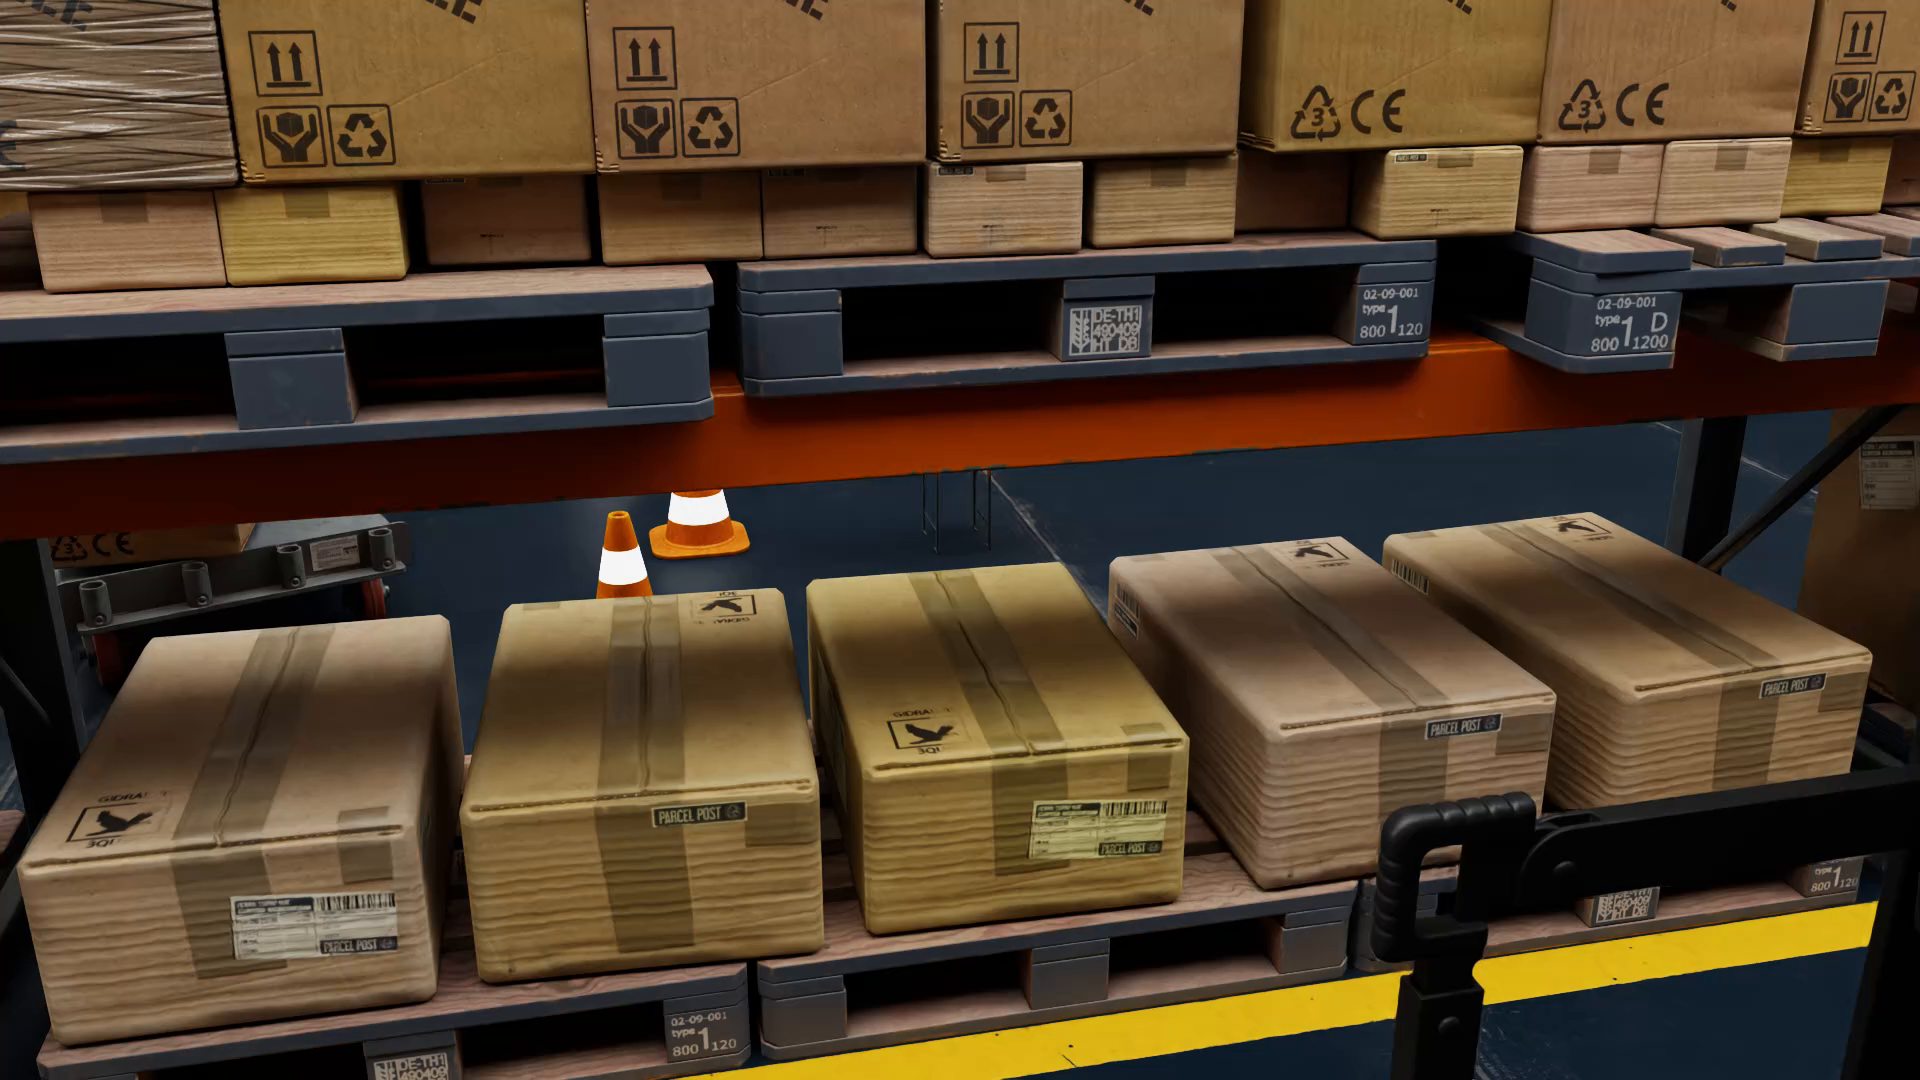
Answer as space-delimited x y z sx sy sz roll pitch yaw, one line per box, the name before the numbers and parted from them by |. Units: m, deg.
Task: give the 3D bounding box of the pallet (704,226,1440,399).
pallet | 0.129 -0.536 3.194 1.213 0.211 1.003 -5 21 -12

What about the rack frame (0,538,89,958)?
rack frame | -1.847 -0.479 2.762 0.127 3.000 1.000 -5 21 -12

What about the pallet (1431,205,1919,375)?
pallet | 1.377 -0.614 3.408 1.003 0.211 1.213 -5 21 -12

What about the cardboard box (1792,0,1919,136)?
cardboard box | 1.668 -1.051 3.134 0.500 0.500 0.500 -5 21 -14

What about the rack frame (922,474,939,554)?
rack frame | -0.103 -0.555 5.585 0.006 1.200 0.240 -5 21 -12

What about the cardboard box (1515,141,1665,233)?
cardboard box | 1.055 -0.673 3.045 0.250 0.149 0.380 -6 21 -15

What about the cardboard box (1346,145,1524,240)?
cardboard box | 0.791 -0.646 2.973 0.250 0.149 0.380 -4 21 -12

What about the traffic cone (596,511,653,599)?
traffic cone | -0.962 0.145 4.746 0.334 0.463 0.336 -5 21 -12

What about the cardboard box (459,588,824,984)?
cardboard box | -0.638 0.457 3.416 0.625 0.372 0.950 -3 20 -9

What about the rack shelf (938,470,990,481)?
rack shelf | -0.014 -0.295 5.703 0.180 0.103 0.258 -5 21 -12

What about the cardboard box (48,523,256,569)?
cardboard box | -2.285 -0.255 4.682 0.500 0.500 0.500 -5 21 -12

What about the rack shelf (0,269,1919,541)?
rack shelf | 0.100 -0.300 3.318 4.000 0.370 1.077 -5 21 -12

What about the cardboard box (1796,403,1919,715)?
cardboard box | 2.737 -0.022 3.993 0.875 0.875 0.875 -5 21 -13

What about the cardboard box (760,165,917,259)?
cardboard box | -0.232 -0.587 2.810 0.250 0.149 0.380 -4 21 -12

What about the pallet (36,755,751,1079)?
pallet | -1.089 0.768 3.412 1.213 0.211 1.003 -5 21 -12

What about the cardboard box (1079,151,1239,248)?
cardboard box | 0.292 -0.621 2.905 0.250 0.149 0.380 -5 21 -14

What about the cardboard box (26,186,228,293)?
cardboard box | -1.236 -0.497 2.564 0.250 0.149 0.380 -4 21 -12

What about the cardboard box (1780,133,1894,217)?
cardboard box | 1.537 -0.725 3.188 0.250 0.149 0.380 -4 21 -12

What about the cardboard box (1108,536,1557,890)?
cardboard box | 0.778 0.343 3.727 0.625 0.372 0.950 -5 21 -14

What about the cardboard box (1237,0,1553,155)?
cardboard box | 0.676 -0.966 2.902 0.500 0.500 0.500 -6 21 -16

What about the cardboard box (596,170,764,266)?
cardboard box | -0.473 -0.568 2.758 0.250 0.149 0.380 -4 21 -12

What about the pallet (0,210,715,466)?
pallet | -1.069 -0.401 2.828 1.213 0.211 1.003 -5 21 -12

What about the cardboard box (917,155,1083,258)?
cardboard box | 0.039 -0.590 2.820 0.250 0.149 0.380 -4 20 -10

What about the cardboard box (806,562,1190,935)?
cardboard box | 0.038 0.401 3.568 0.625 0.372 0.950 -4 20 -11

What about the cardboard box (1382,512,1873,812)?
cardboard box | 1.494 0.282 3.893 0.625 0.372 0.950 -6 21 -16

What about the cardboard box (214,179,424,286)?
cardboard box | -0.991 -0.513 2.610 0.250 0.149 0.380 -4 21 -11

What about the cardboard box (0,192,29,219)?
cardboard box | -3.712 -1.301 7.485 0.875 0.875 0.875 -4 21 -12

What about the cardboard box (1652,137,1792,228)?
cardboard box | 1.302 -0.690 3.092 0.250 0.149 0.380 -5 21 -13

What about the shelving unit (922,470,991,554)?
shelving unit | -0.014 -0.562 5.605 0.189 1.200 0.258 -5 21 -12

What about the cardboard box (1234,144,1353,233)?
cardboard box | 0.517 -0.669 3.034 0.250 0.149 0.380 -4 21 -12

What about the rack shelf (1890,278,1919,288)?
rack shelf | 3.992 -0.616 4.182 4.000 0.370 1.077 -5 21 -12

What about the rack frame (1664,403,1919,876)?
rack frame | 2.046 -0.796 3.627 0.127 3.000 1.000 -5 21 -12

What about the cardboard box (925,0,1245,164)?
cardboard box | 0.145 -0.923 2.785 0.500 0.500 0.500 -6 21 -15

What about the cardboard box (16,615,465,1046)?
cardboard box | -1.337 0.515 3.258 0.625 0.372 0.950 -4 21 -12

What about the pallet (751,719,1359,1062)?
pallet | 0.100 0.670 3.678 1.213 0.211 1.003 -5 21 -12

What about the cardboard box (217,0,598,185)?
cardboard box | -0.837 -0.844 2.570 0.500 0.500 0.500 -5 21 -12

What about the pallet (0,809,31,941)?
pallet | -2.492 0.895 3.065 1.213 0.211 1.003 -5 21 -12

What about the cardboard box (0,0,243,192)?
cardboard box | -1.324 -0.804 2.461 0.500 0.500 0.500 -4 21 -11

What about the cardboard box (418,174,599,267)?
cardboard box | -0.733 -0.561 2.741 0.250 0.149 0.380 -3 20 -9

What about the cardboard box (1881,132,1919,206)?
cardboard box | 1.781 -0.770 3.312 0.250 0.149 0.380 -4 20 -10

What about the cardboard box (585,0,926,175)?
cardboard box | -0.353 -0.879 2.664 0.500 0.500 0.500 -5 21 -13

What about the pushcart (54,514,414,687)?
pushcart | -2.420 -0.007 5.286 0.936 0.377 1.648 -13 24 -31

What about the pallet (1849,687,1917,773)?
pallet | 2.831 0.476 4.208 1.213 0.211 1.003 -5 21 -12

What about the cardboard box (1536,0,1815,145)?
cardboard box | 1.167 -1.006 3.012 0.500 0.500 0.500 -5 21 -13

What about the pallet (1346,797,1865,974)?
pallet | 1.285 0.575 3.939 1.213 0.211 1.003 -5 21 -12

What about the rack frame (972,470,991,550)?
rack frame | 0.075 -0.569 5.625 0.006 1.200 0.240 -5 21 -12

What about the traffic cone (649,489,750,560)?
traffic cone | -0.910 -0.213 5.722 0.334 0.463 0.336 -5 21 -12
